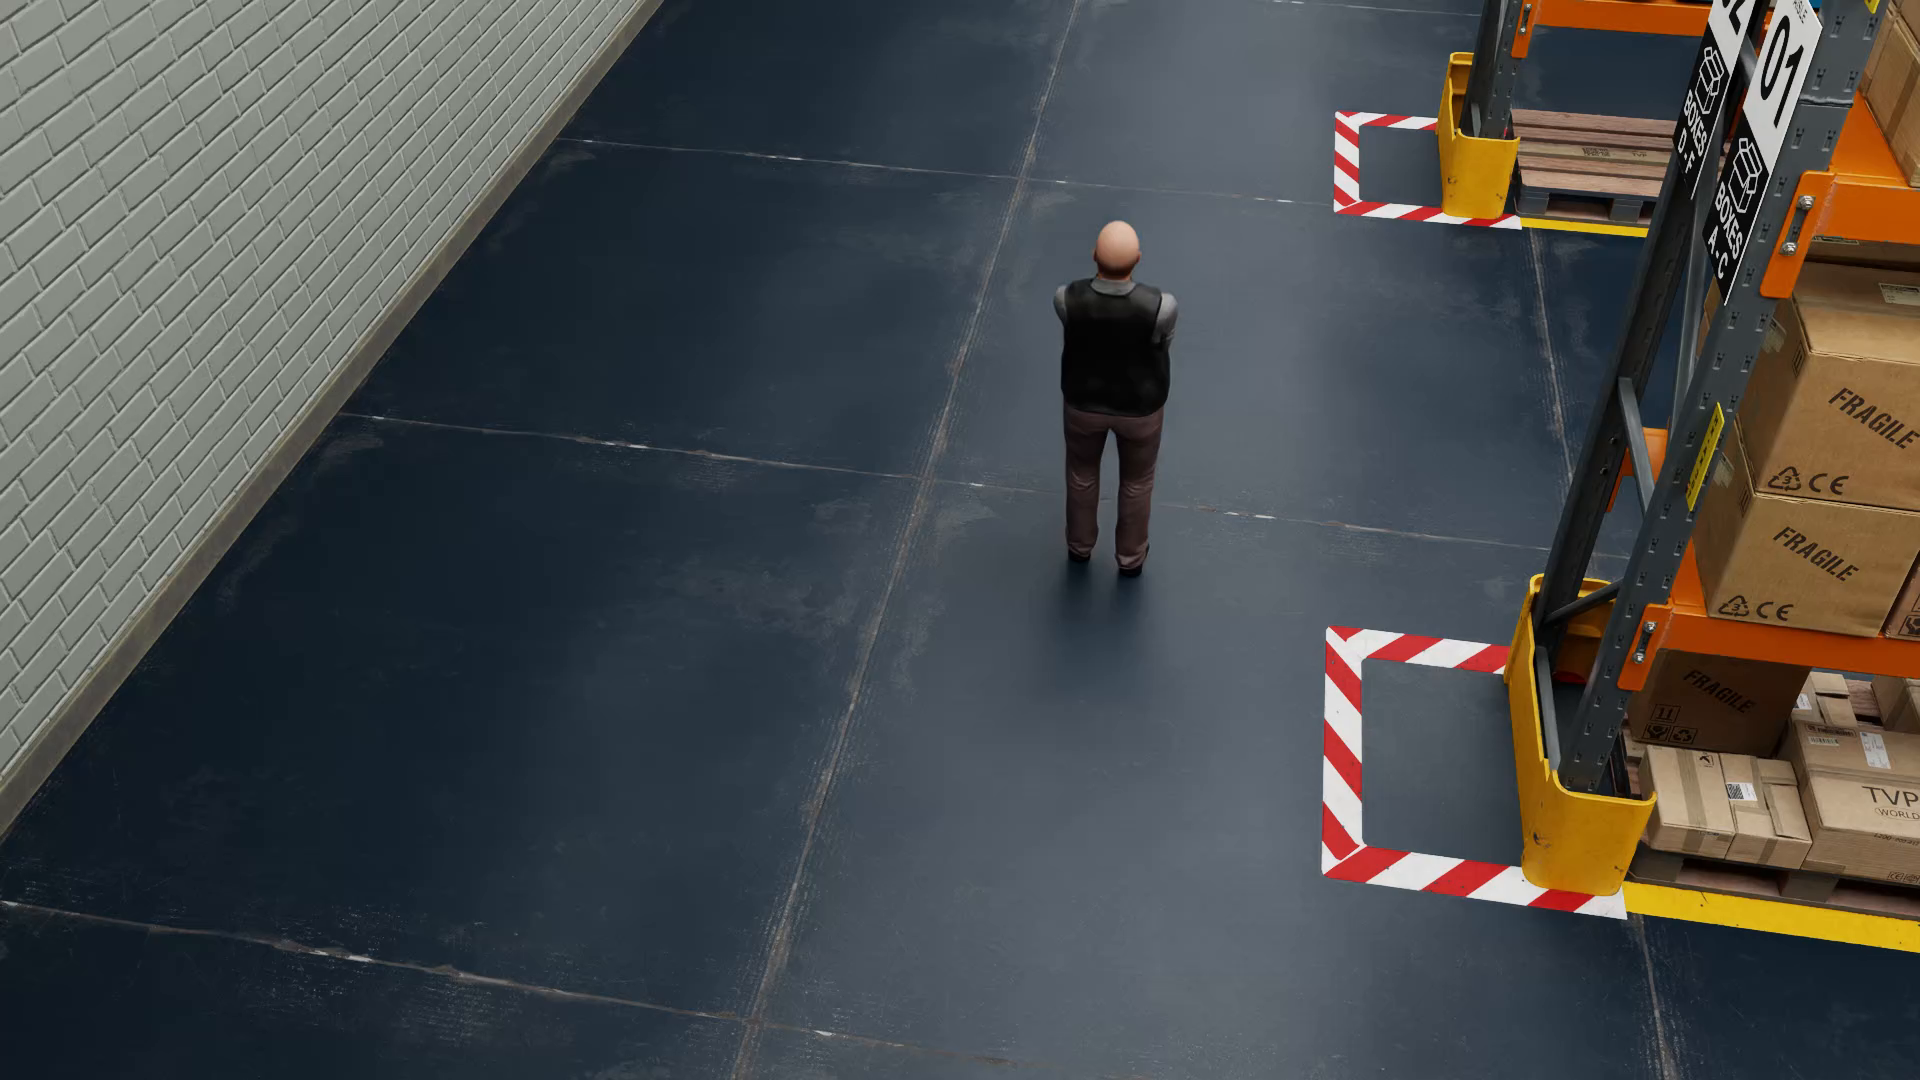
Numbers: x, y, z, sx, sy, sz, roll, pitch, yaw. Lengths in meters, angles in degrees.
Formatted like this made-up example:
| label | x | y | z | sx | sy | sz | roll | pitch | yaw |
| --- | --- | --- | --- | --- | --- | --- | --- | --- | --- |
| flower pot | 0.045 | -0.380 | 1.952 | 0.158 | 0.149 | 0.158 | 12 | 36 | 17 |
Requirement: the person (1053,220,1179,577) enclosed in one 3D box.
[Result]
| label | x | y | z | sx | sy | sz | roll | pitch | yaw |
| --- | --- | --- | --- | --- | --- | --- | --- | --- | --- |
| person | 0.632 | -0.626 | 6.922 | 0.494 | 1.711 | 0.550 | 7 | 41 | 8 |
